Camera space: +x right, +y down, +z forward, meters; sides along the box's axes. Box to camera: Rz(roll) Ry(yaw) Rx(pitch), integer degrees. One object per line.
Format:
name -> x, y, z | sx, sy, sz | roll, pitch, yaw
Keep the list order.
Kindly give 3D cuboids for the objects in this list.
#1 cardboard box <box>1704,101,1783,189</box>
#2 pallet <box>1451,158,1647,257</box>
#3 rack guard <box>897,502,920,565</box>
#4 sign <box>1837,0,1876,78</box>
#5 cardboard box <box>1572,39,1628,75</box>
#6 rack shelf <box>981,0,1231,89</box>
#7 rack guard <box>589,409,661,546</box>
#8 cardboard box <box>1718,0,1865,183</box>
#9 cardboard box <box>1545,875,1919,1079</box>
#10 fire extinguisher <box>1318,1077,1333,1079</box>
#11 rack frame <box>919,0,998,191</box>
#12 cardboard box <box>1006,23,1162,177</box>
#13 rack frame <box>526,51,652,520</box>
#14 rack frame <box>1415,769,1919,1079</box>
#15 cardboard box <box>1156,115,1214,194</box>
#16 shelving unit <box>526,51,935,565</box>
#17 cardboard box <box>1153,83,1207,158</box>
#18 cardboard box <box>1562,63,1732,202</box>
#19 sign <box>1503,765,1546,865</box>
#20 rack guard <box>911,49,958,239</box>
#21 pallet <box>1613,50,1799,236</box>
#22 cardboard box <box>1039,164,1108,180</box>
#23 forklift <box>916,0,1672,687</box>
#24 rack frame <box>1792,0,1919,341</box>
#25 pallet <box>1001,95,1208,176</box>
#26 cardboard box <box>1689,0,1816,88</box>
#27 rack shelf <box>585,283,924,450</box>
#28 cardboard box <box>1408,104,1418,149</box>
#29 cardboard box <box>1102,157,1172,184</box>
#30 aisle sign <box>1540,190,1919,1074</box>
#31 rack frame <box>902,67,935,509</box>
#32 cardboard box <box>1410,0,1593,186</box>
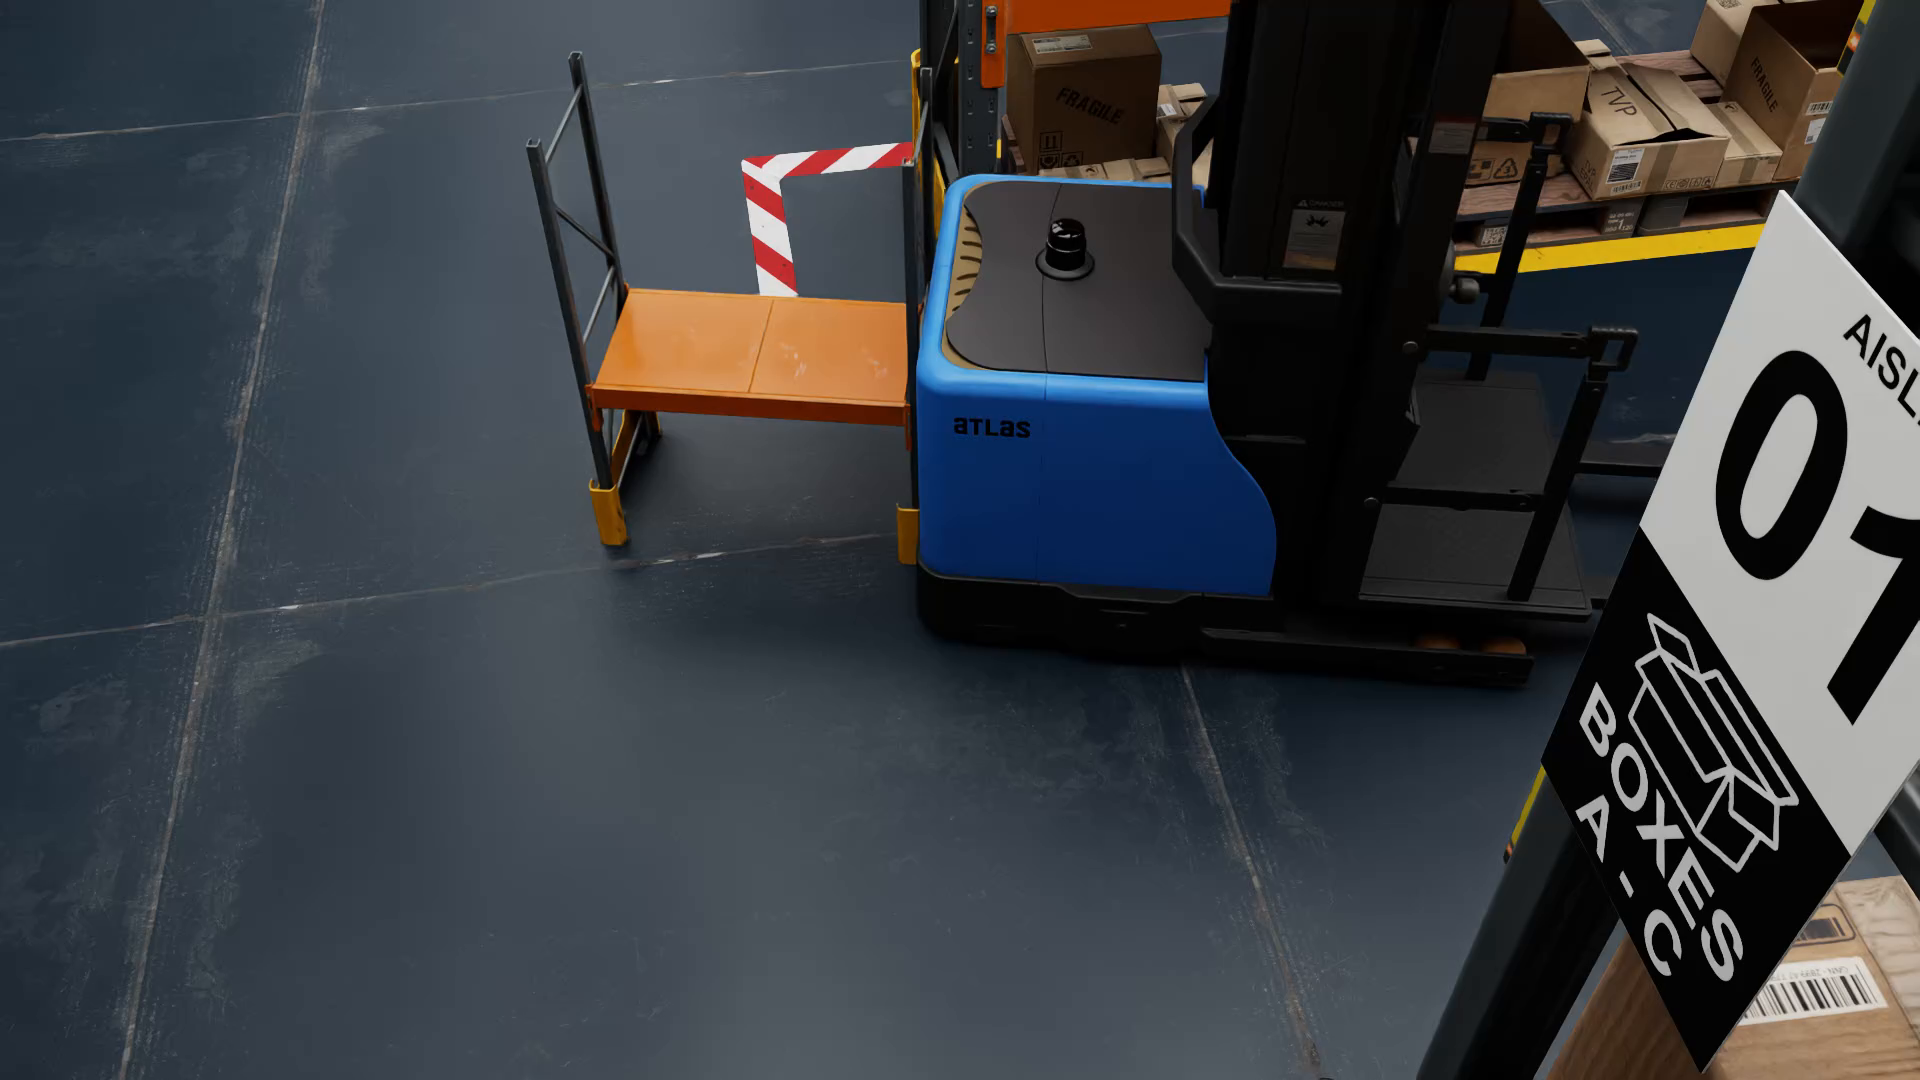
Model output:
cardboard box -> 3.055, -1.579, 6.643 | 0.250, 0.149, 0.380 | -7, 46, -7
pallet -> 2.046, -1.572, 6.899 | 1.213, 0.211, 1.003 | -7, 46, -7
rack guard -> -0.136, -0.216, 5.565 | 0.087, 0.250, 0.587 | 4, 46, 4
sign -> 0.756, -0.477, 1.264 | 0.005, 0.325, 0.100 | -7, 46, -7
cardboard box -> 2.626, -1.934, 6.972 | 0.250, 0.166, 0.380 | -7, 46, -7
rack shelf -> 1.957, -2.281, 6.144 | 4.000, 0.370, 1.077 | -7, 46, -7
rack guard -> -1.128, -0.280, 5.626 | 0.087, 0.250, 0.587 | 4, 46, 4
cardboard box -> 3.414, -1.790, 6.602 | 0.500, 0.500, 0.500 | -7, 46, -7
cardboard box -> 1.335, 1.056, 2.221 | 0.700, 0.700, 0.980 | -5, 46, -5
fire extinguisher -> 0.607, 1.077, 2.722 | 0.183, 0.674, 0.296 | -7, 46, -7
rack frame -> -0.014, -2.285, 5.648 | 0.127, 3.000, 1.000 | -7, 46, -7
cardboard box -> 0.480, -1.812, 6.623 | 0.500, 0.500, 0.500 | -7, 46, -7
rack frame -> -1.129, -0.714, 5.176 | 0.032, 1.500, 0.500 | 4, 46, 4
rack frame -> 0.834, 1.230, 2.262 | 0.127, 3.000, 1.000 | -7, 46, -7
cardboard box -> 1.063, -1.410, 6.410 | 0.500, 0.250, 0.500 | -7, 46, -7
shelving unit -> -0.632, -0.682, 5.146 | 1.083, 1.500, 0.587 | 4, 46, 4
cardboard box -> 0.894, -1.682, 6.729 | 0.250, 0.166, 0.380 | -7, 46, -7
cardboard box -> 2.675, -1.632, 6.581 | 0.500, 0.311, 0.500 | -7, 46, -7
sign -> 0.756, 0.359, 2.132 | 0.005, 0.325, 0.100 | -7, 46, -7
rack guard -> 0.061, -1.427, 6.557 | 0.348, 0.500, 1.175 | -7, 46, -7
pallet -> 3.251, -1.725, 7.045 | 1.213, 0.211, 1.003 | -7, 46, -7
cardboard box -> 0.457, -1.256, 6.331 | 0.250, 0.149, 0.380 | -7, 46, -7
forklift -> 1.413, -0.971, 4.430 | 3.031, 2.935, 1.130 | 4, 46, 4
rack frame -> 0.834, -0.852, 0.102 | 0.127, 3.000, 1.000 | -7, 46, -7
pallet -> 0.846, -1.425, 6.757 | 1.213, 0.211, 1.003 | -7, 46, -7
cardboard box -> 3.477, -2.097, 7.030 | 0.500, 0.311, 0.500 | -7, 46, -7
rack shelf -> -0.623, -0.556, 5.274 | 1.000, 0.185, 0.538 | 4, 46, 4
cardboard box -> 1.556, -1.472, 6.469 | 0.500, 0.250, 0.500 | -7, 46, -7
cardboard box -> 0.704, -1.292, 6.354 | 0.250, 0.166, 0.380 | -7, 46, -7
aisle sign -> 0.712, 0.124, 1.522 | 0.004, 0.787, 0.394 | -7, 46, -7
rack frame -> -0.117, -0.649, 5.114 | 0.032, 1.500, 0.500 | 4, 46, 4
cardboard box -> 2.077, -1.828, 6.636 | 0.637, 0.503, 0.797 | -7, 46, -7
